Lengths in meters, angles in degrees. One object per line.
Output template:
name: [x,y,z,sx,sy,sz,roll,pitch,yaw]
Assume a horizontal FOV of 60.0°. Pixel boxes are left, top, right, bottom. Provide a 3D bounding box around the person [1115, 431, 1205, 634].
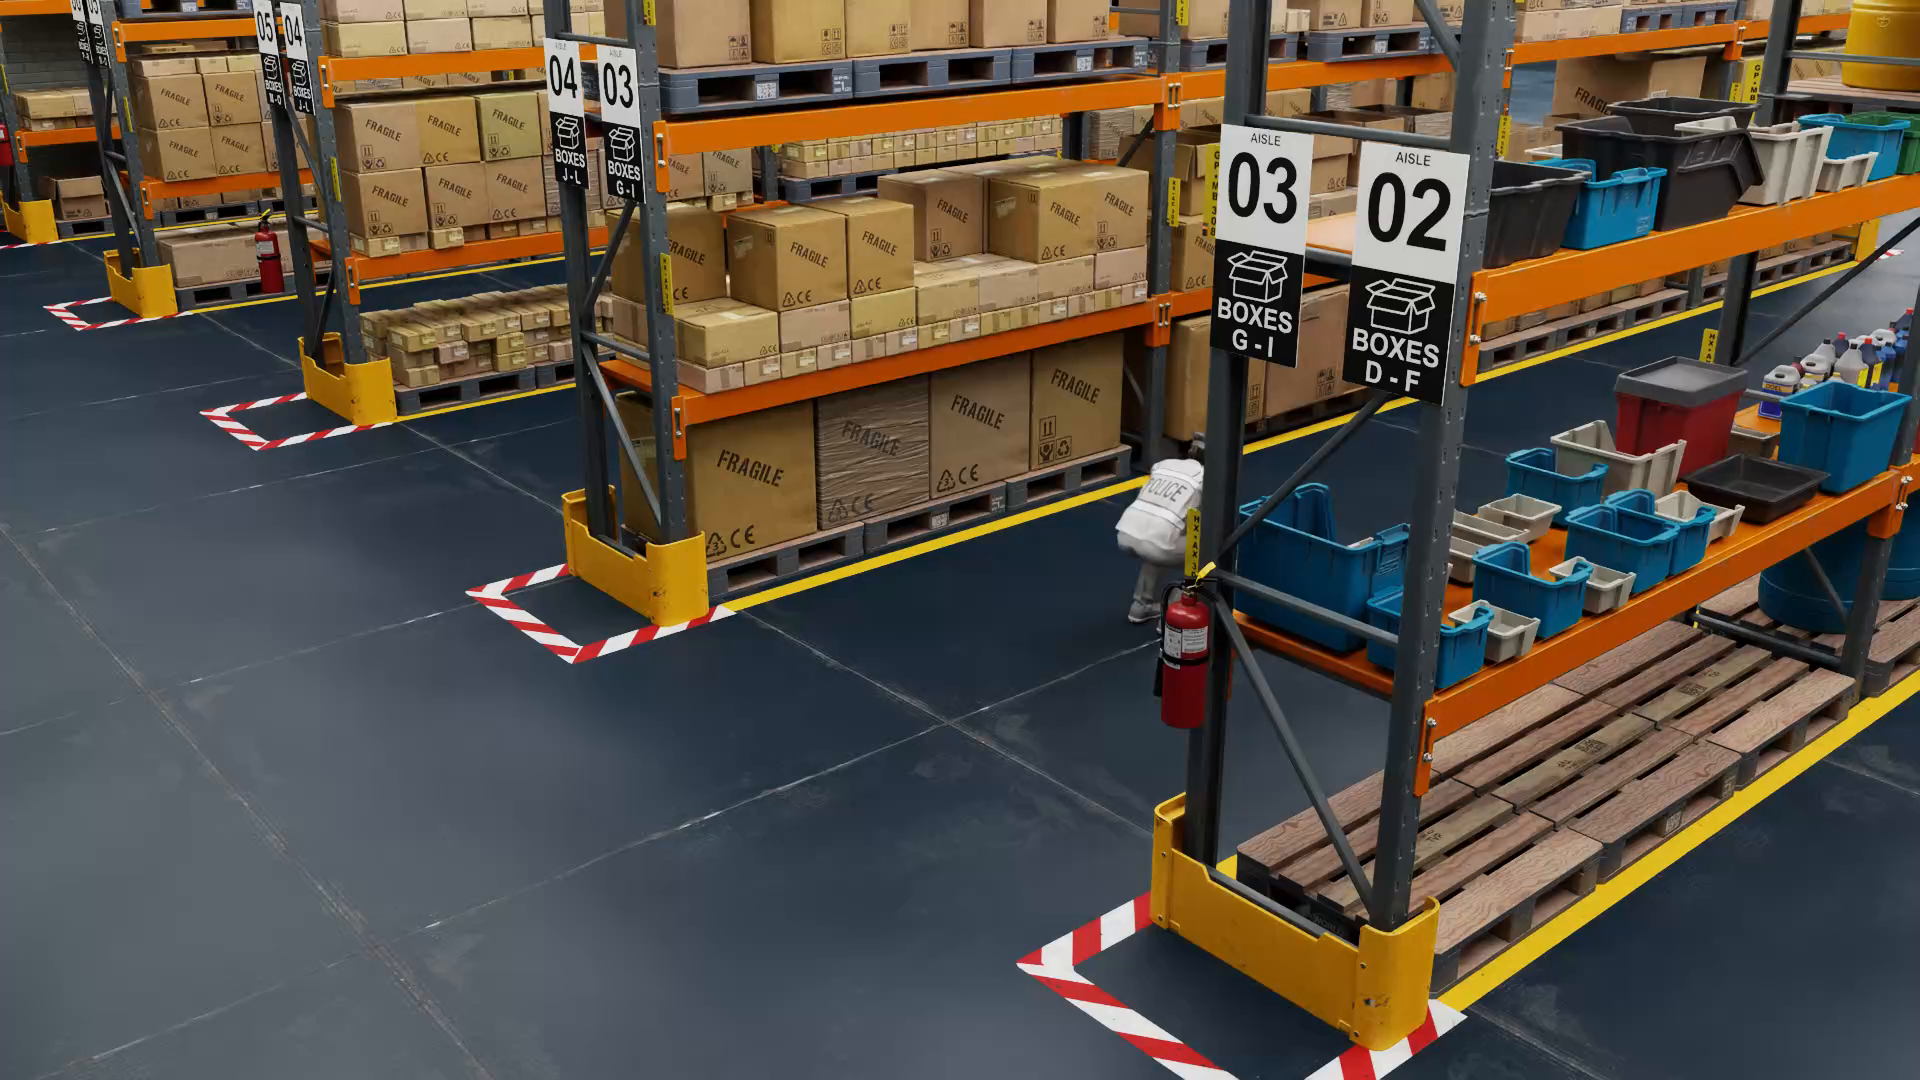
person: [1.227,-0.051,9.538,0.827,1.075,0.505,-17,27,-38]
